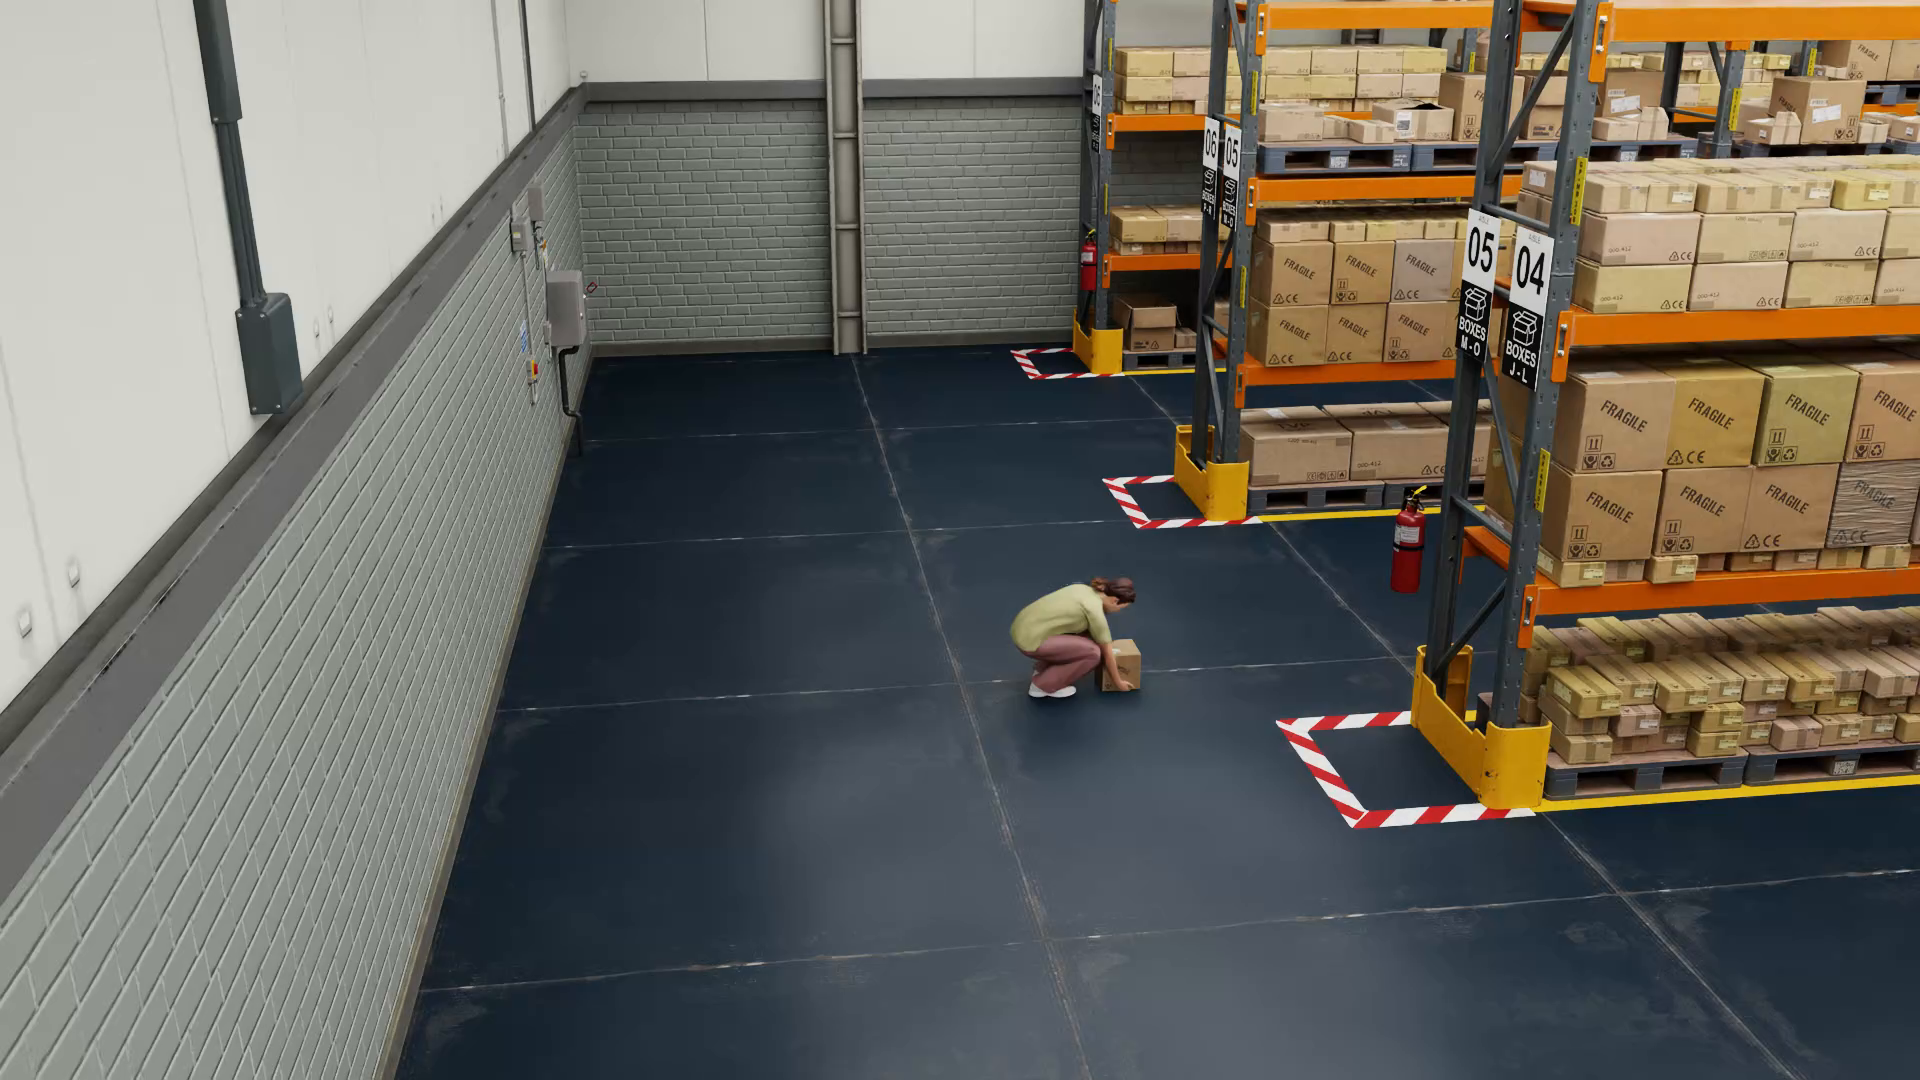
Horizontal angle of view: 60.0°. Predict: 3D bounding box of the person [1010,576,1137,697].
[{"bbox_3d":[0.737,0.638,10.785,0.831,0.806,0.472,-3,20,-8],"label":"person"}]
